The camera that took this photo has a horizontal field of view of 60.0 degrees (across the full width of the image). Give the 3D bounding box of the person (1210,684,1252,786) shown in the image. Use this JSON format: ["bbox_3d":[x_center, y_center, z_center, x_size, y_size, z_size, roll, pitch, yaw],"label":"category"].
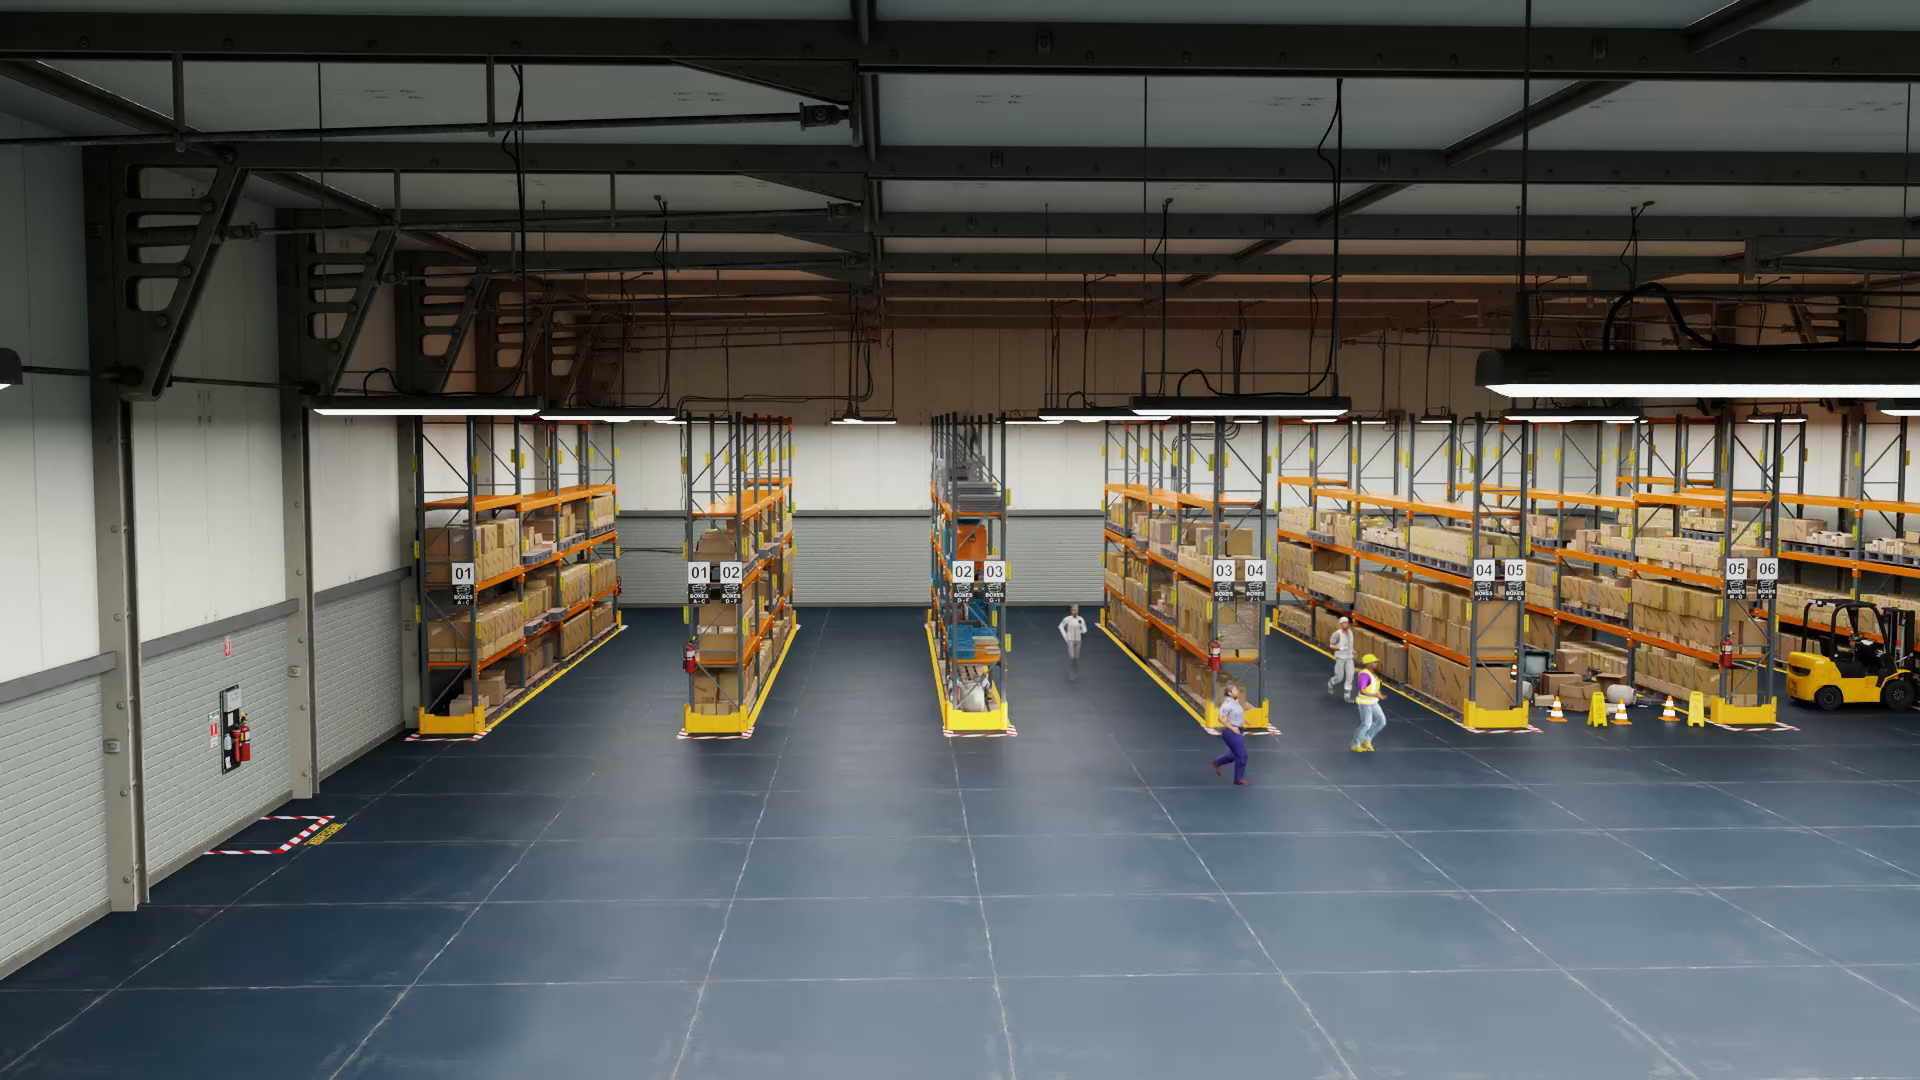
[{"bbox_3d":[4.343,3.108,26.631,0.698,1.602,0.615,2,4,24],"label":"person"}]

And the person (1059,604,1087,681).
[{"bbox_3d":[2.584,2.325,37.705,0.601,1.757,0.662,-1,4,-10],"label":"person"}]

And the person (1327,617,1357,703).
[{"bbox_3d":[7.967,2.473,34.646,0.664,1.764,0.847,-1,4,-20],"label":"person"}]

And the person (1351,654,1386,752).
[{"bbox_3d":[7.177,2.868,29.113,0.663,1.751,0.666,3,5,35],"label":"person"}]
